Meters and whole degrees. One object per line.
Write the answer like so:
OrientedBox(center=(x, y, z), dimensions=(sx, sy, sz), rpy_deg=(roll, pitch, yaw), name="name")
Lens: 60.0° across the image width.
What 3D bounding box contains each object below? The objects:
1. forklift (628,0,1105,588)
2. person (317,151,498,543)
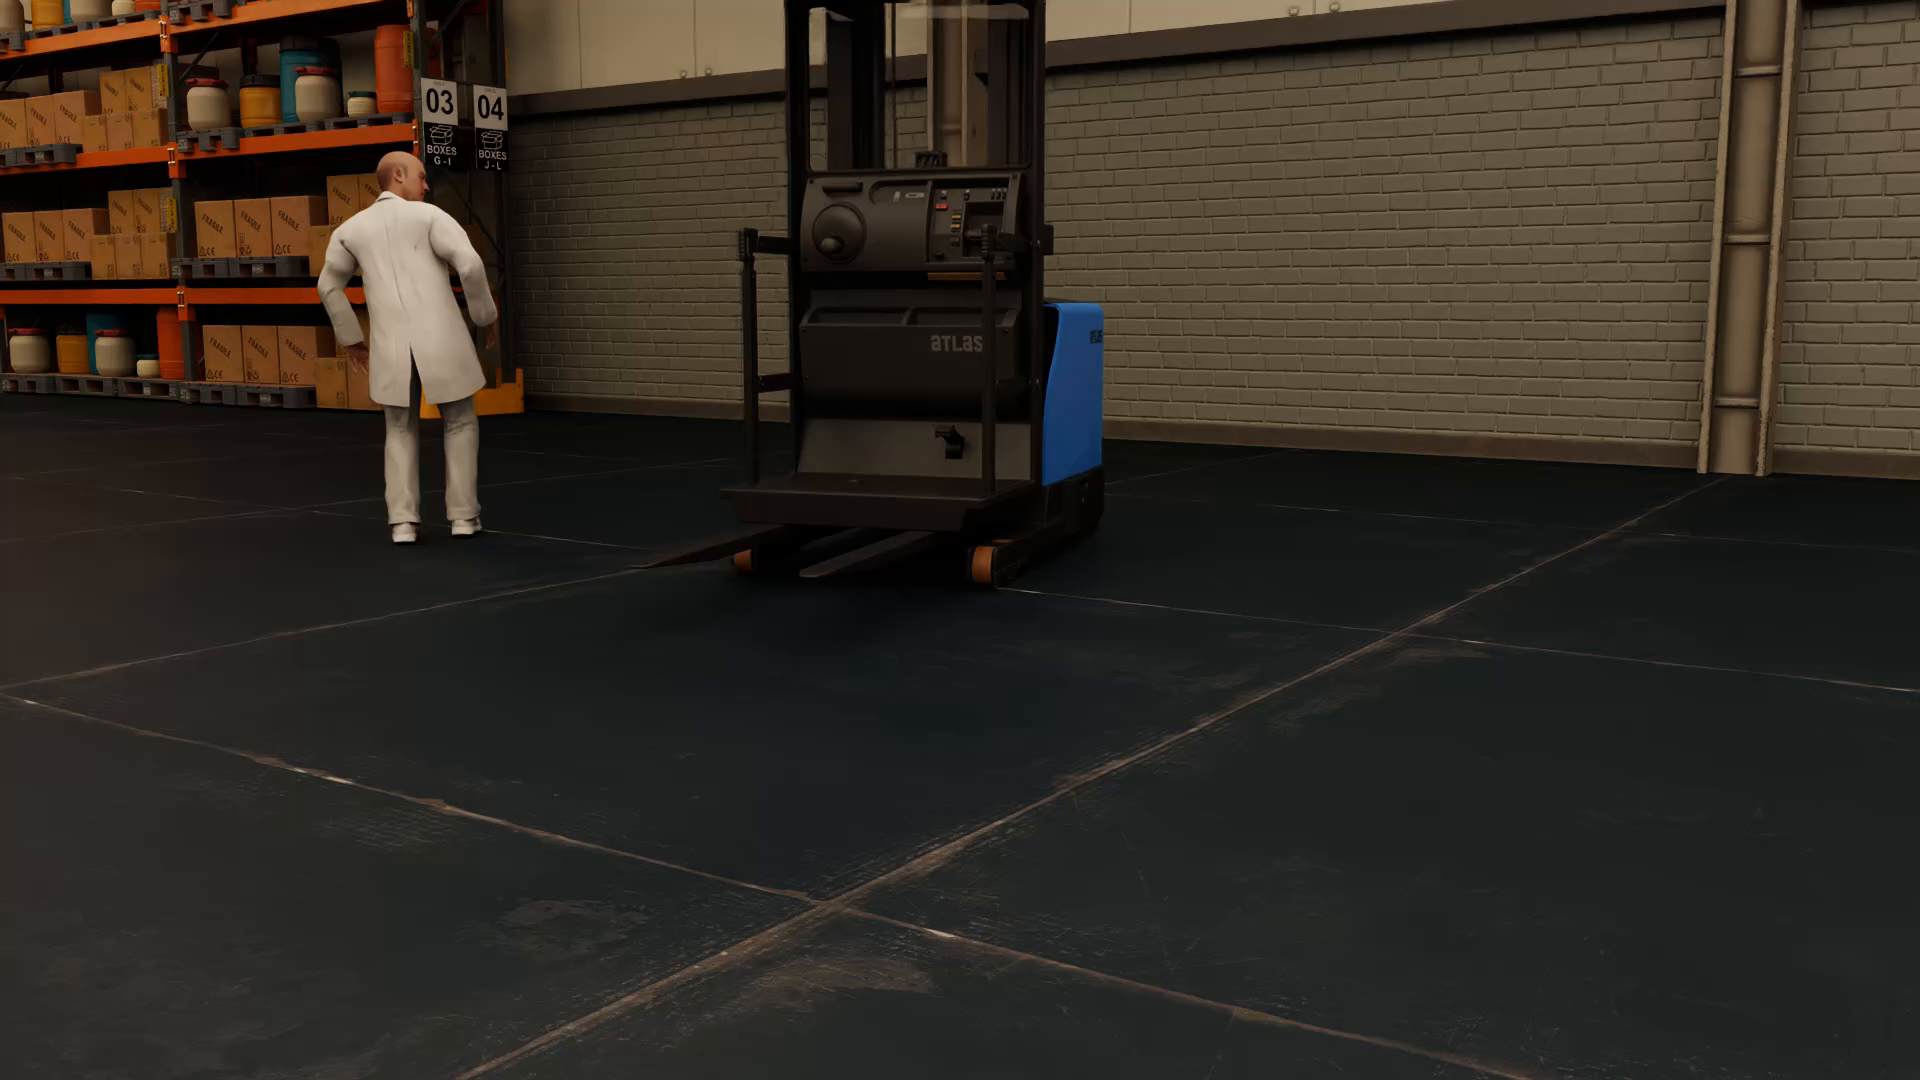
OrientedBox(center=(-0.274, -1.332, 6.558), dimensions=(1.130, 2.935, 3.031), rpy_deg=(3, 9, 19), name="forklift")
OrientedBox(center=(-2.487, -0.877, 7.587), dimensions=(0.790, 1.753, 0.551), rpy_deg=(0, 8, -1), name="person")
